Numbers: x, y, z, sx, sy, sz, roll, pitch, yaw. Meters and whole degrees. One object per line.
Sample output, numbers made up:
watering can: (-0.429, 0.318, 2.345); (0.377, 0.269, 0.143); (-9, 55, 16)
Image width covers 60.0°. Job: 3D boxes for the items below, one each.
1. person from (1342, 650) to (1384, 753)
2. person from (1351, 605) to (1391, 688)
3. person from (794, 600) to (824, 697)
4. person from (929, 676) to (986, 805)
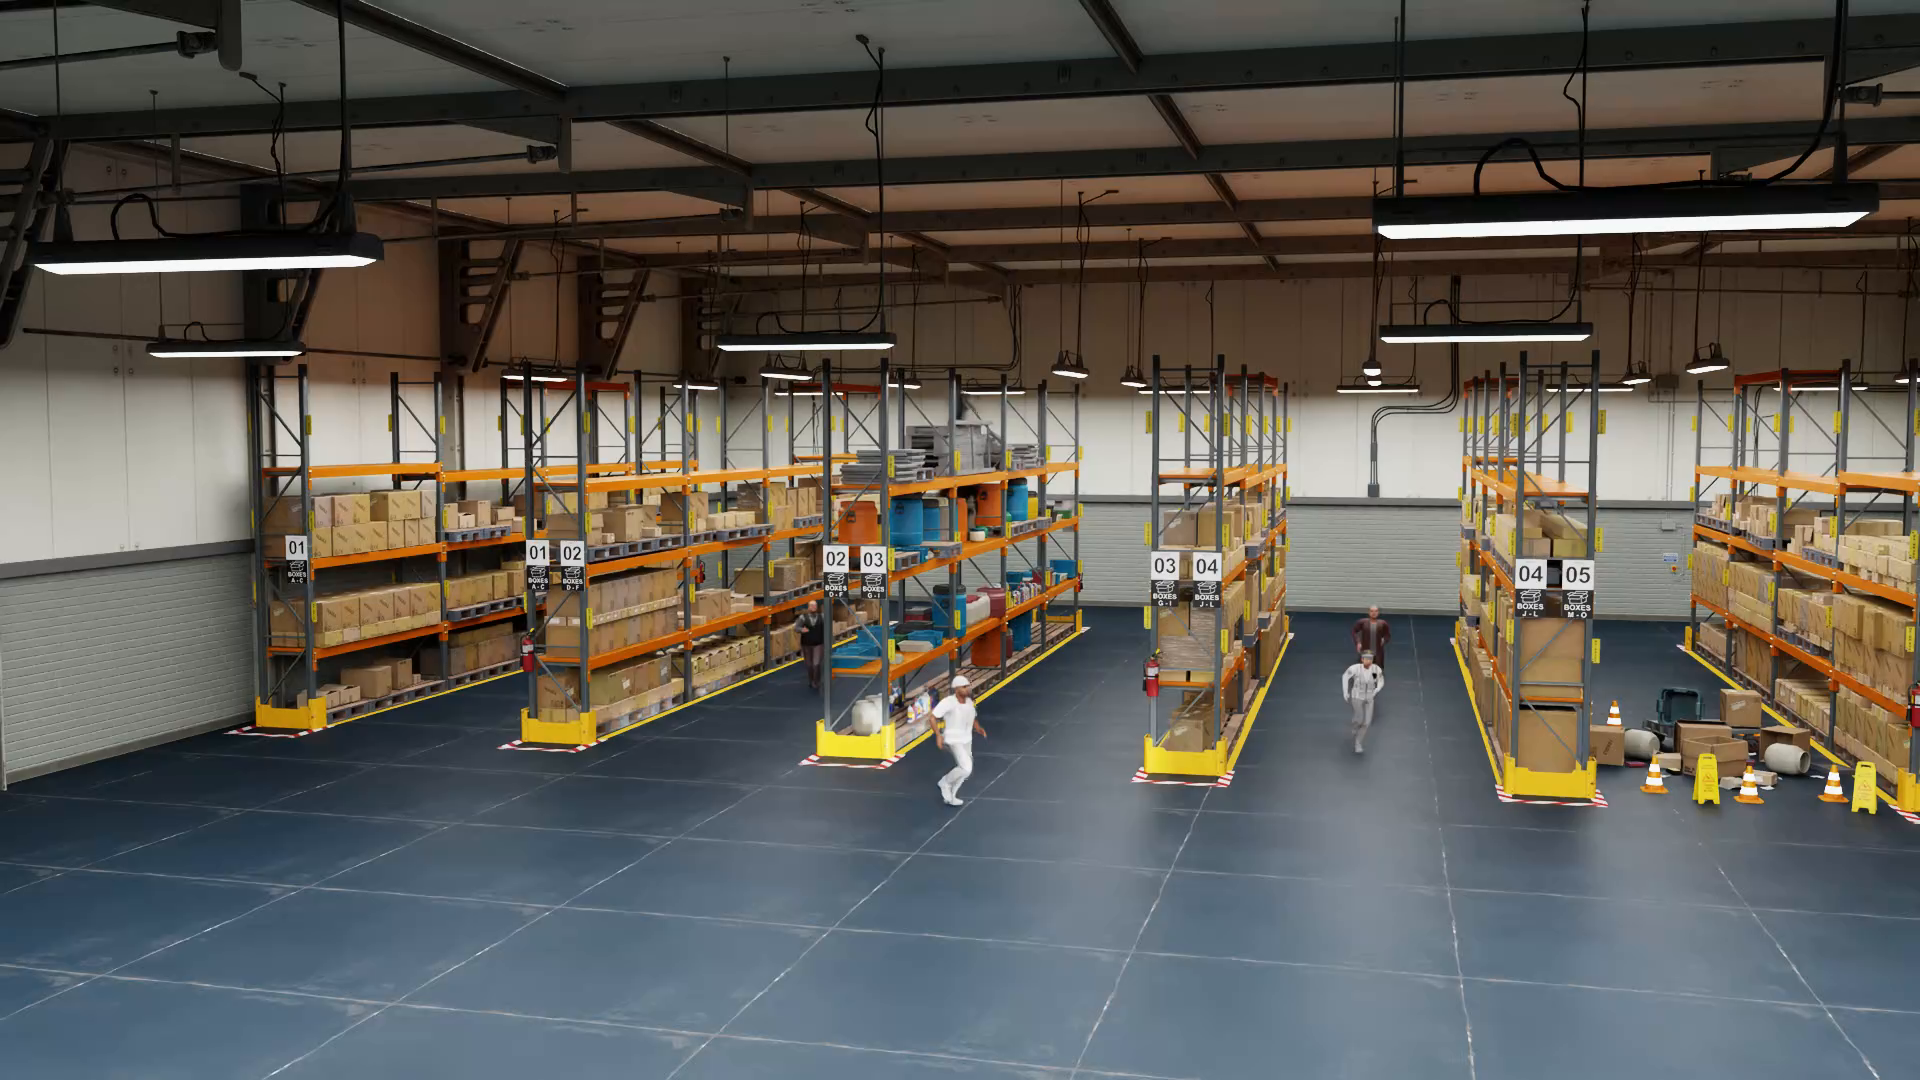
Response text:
person: (6.194, 2.454, 25.574); (0.608, 1.620, 0.692); (0, 4, -3)
person: (7.405, 2.065, 29.917); (0.679, 1.784, 0.754); (0, 4, 7)
person: (-2.778, 2.007, 31.059); (0.632, 1.778, 0.819); (0, 4, -3)
person: (0.010, 2.634, 21.784); (0.650, 1.711, 0.693); (3, 5, 41)
